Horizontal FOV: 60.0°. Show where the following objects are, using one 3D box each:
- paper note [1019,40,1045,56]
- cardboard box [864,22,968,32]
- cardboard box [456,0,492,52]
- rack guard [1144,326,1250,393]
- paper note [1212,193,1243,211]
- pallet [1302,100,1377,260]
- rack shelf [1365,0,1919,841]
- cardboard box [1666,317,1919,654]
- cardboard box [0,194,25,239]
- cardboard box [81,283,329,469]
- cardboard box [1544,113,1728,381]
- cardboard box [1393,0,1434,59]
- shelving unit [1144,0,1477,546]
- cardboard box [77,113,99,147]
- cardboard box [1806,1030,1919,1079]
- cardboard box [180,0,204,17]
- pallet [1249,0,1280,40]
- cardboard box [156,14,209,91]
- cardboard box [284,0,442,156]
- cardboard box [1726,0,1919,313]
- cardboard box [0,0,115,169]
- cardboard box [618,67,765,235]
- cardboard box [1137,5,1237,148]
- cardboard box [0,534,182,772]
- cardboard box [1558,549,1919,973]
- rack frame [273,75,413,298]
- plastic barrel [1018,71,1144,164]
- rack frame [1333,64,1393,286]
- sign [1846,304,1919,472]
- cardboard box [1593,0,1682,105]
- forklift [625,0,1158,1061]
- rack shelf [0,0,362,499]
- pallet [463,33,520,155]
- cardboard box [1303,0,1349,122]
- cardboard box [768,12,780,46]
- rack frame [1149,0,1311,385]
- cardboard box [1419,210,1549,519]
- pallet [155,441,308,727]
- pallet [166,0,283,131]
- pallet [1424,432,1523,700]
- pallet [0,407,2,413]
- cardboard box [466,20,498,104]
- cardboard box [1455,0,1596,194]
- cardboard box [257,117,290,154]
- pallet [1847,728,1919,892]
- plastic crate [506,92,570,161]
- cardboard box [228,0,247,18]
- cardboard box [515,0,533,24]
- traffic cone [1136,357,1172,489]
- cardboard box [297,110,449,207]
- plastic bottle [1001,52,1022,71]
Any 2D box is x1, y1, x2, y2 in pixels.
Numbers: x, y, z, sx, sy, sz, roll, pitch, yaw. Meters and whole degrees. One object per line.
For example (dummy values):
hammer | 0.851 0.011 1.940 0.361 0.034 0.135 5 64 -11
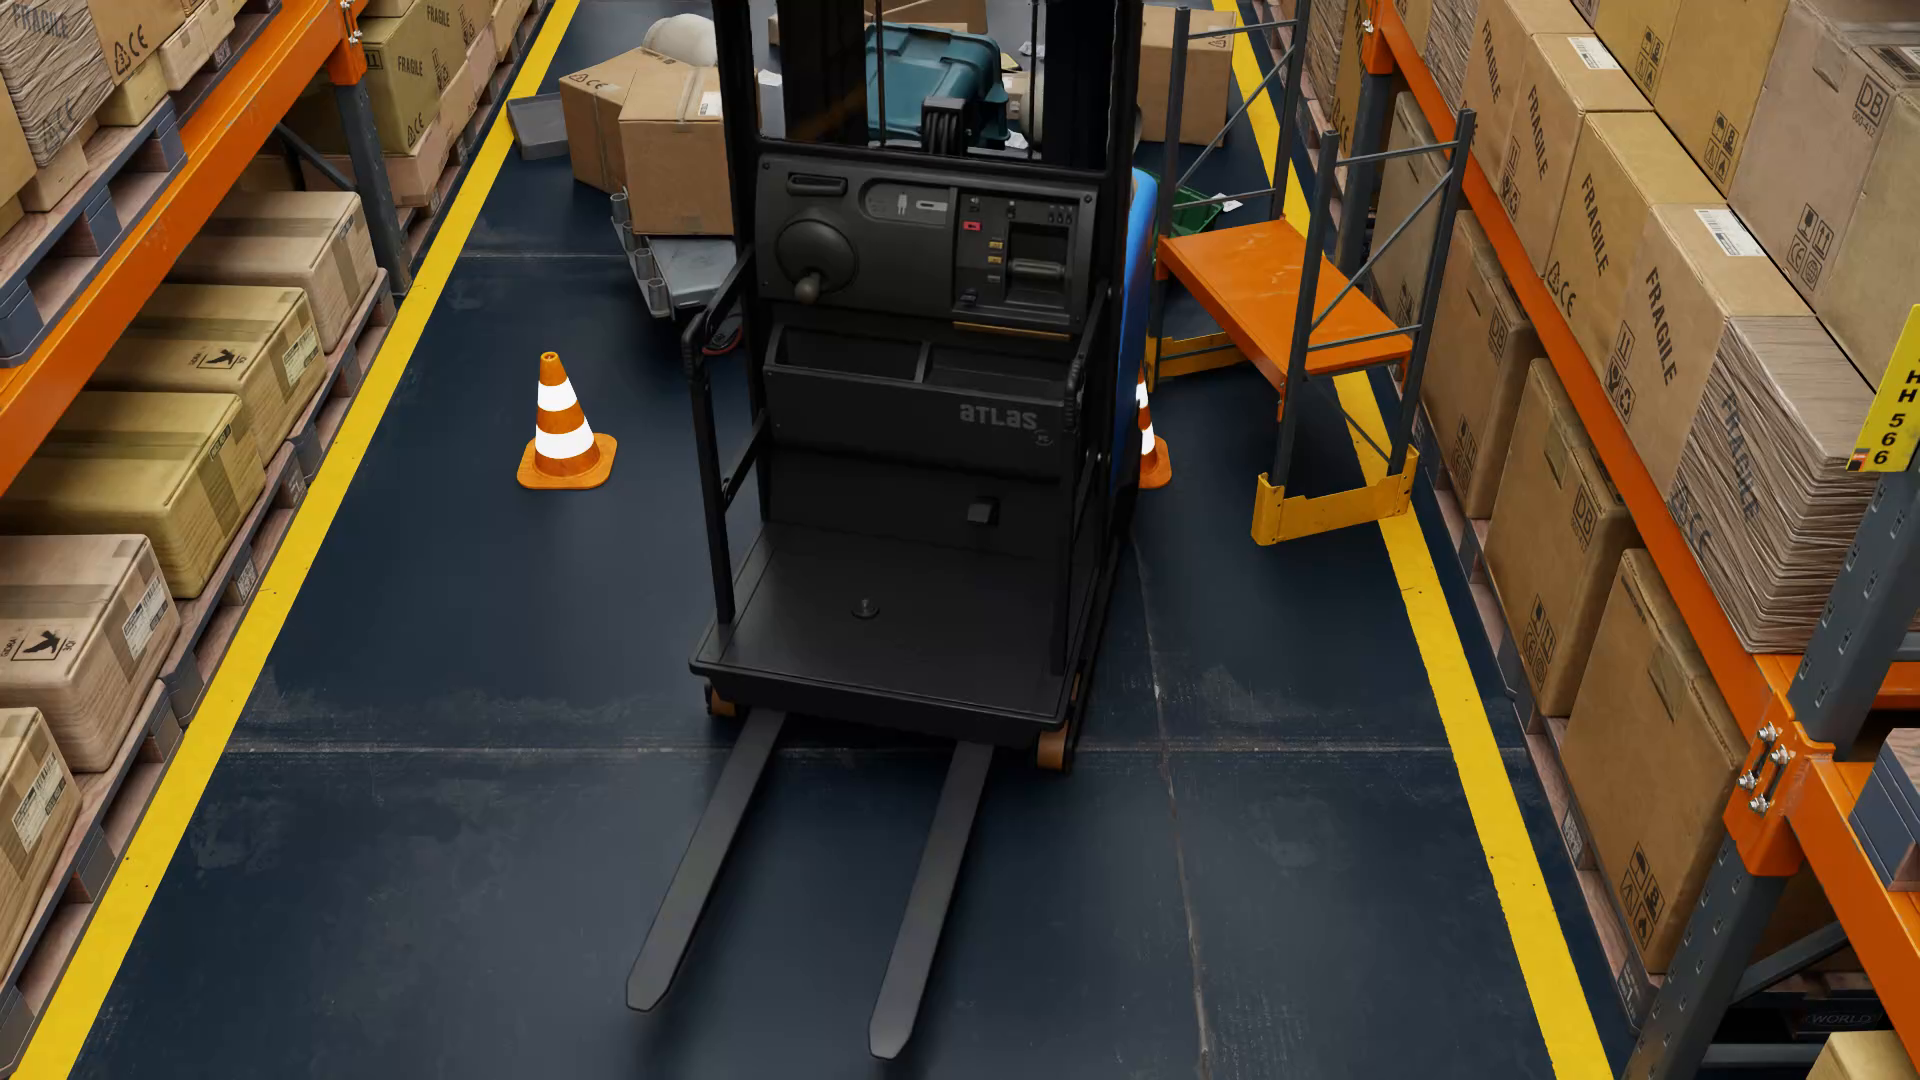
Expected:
paper note | 0.408 -2.683 9.075 0.144 0.017 0.142 13 40 15
cardboard box | -0.302 -2.129 7.896 0.797 0.637 0.503 0 39 0
cardboard box | -2.583 -2.642 7.911 0.500 0.500 0.500 2 39 2
rack guard | 0.972 -0.747 6.482 0.587 0.250 0.087 -12 40 -15
paper note | 1.203 -1.558 7.670 0.147 0.020 0.142 -28 46 -30
pallet | 2.186 -1.684 7.683 1.003 0.211 1.213 0 39 0
rack shelf | 2.111 -0.765 4.882 1.077 0.370 4.000 0 39 0
cardboard box | 1.845 -0.116 3.416 0.500 0.500 0.500 0 39 0
cardboard box | -2.669 -0.845 4.271 0.380 0.149 0.250 1 39 2
cardboard box | -2.834 -0.591 5.854 0.950 0.372 0.625 2 39 3
cardboard box | 1.845 -0.741 4.195 0.500 0.500 0.500 -1 39 -1
cardboard box | 1.841 -2.007 5.776 0.500 0.500 0.500 0 39 0
shelving unit | 1.133 -0.940 5.724 0.587 1.500 1.083 -12 40 -15
cardboard box | -2.680 -1.172 4.678 0.380 0.149 0.250 -1 39 -2
cardboard box | 1.872 1.155 2.974 0.500 0.250 0.500 -2 39 -2
cardboard box | -2.609 -1.950 5.131 0.500 0.500 0.500 0 39 0
pallet | 2.184 -3.210 9.587 1.003 0.211 1.213 0 39 0
cardboard box | -2.541 -1.489 5.074 0.380 0.149 0.250 0 39 0
cardboard box | -2.572 -1.983 7.089 0.500 0.500 0.500 2 39 2
cardboard box | 2.121 -0.822 3.497 0.700 0.500 0.500 -1 39 -1
cardboard box | -2.613 -1.300 4.320 0.500 0.500 0.500 -1 39 -2
cardboard box | -1.061 -1.570 6.704 0.500 0.500 0.500 0 39 0
cardboard box | 1.081 -2.292 8.209 0.500 0.500 0.500 6 39 8
cardboard box | -2.836 0.318 4.720 0.950 0.372 0.625 -1 39 -1
cardboard box | 2.203 0.538 4.144 1.050 0.750 0.750 -1 39 -1
rack frame | -2.841 -2.230 6.134 1.000 3.000 0.127 0 39 0
plastic barrel | 0.574 -2.000 7.907 0.512 0.421 0.421 28 46 30
rack frame | 2.109 -2.297 6.218 1.000 3.000 0.127 0 39 0
sign | 1.559 -0.245 2.731 0.100 0.325 0.005 0 39 0
cardboard box | 2.118 -1.462 4.296 0.700 0.500 0.500 0 39 0
forklift | -0.145 -0.726 4.312 1.130 2.935 3.031 8 39 10
rack shelf | -2.839 -0.699 4.798 1.077 0.370 4.000 0 39 0
pallet | -2.881 -2.327 8.485 1.003 0.211 1.213 0 39 0
cardboard box | 2.173 -2.589 7.945 0.875 0.875 0.875 0 39 0
cardboard box | -0.824 -2.801 9.127 0.380 0.149 0.250 20 43 23
rack frame | 0.965 -1.246 6.106 0.500 1.500 0.032 -12 40 -15
cardboard box | 2.197 -0.591 5.553 1.050 0.750 0.750 0 39 0
pallet | -2.834 0.110 5.444 1.003 0.211 1.213 0 39 0
pallet | -2.985 -1.677 5.598 1.003 0.211 1.213 0 39 0
pallet | 2.190 0.039 5.533 1.003 0.211 1.213 0 39 0
pallet | -2.944 -0.099 3.629 1.213 0.211 1.003 0 39 0
cardboard box | -2.587 -2.356 8.154 0.500 0.250 0.500 -1 39 -1
cardboard box | 1.840 -1.378 4.991 0.500 0.500 0.500 0 39 0
cardboard box | -3.110 -1.983 7.090 0.500 0.500 0.500 -1 39 -1
pallet | 2.221 0.725 2.600 1.213 0.211 1.003 0 39 0
plastic crate | -2.023 -2.073 8.273 0.402 0.080 0.583 -13 40 -16
cardboard box | -2.582 -1.809 5.474 0.380 0.149 0.250 -1 39 -1
cardboard box | -2.583 -2.993 8.949 0.500 0.250 0.500 0 39 0
traffic cone | 0.601 -0.467 5.963 0.336 0.463 0.334 0 39 0
cardboard box | -2.572 -1.690 7.323 0.500 0.250 0.500 -2 39 -2
plastic bottle | 0.245 -2.503 8.825 0.133 0.061 0.283 -13 40 -16
